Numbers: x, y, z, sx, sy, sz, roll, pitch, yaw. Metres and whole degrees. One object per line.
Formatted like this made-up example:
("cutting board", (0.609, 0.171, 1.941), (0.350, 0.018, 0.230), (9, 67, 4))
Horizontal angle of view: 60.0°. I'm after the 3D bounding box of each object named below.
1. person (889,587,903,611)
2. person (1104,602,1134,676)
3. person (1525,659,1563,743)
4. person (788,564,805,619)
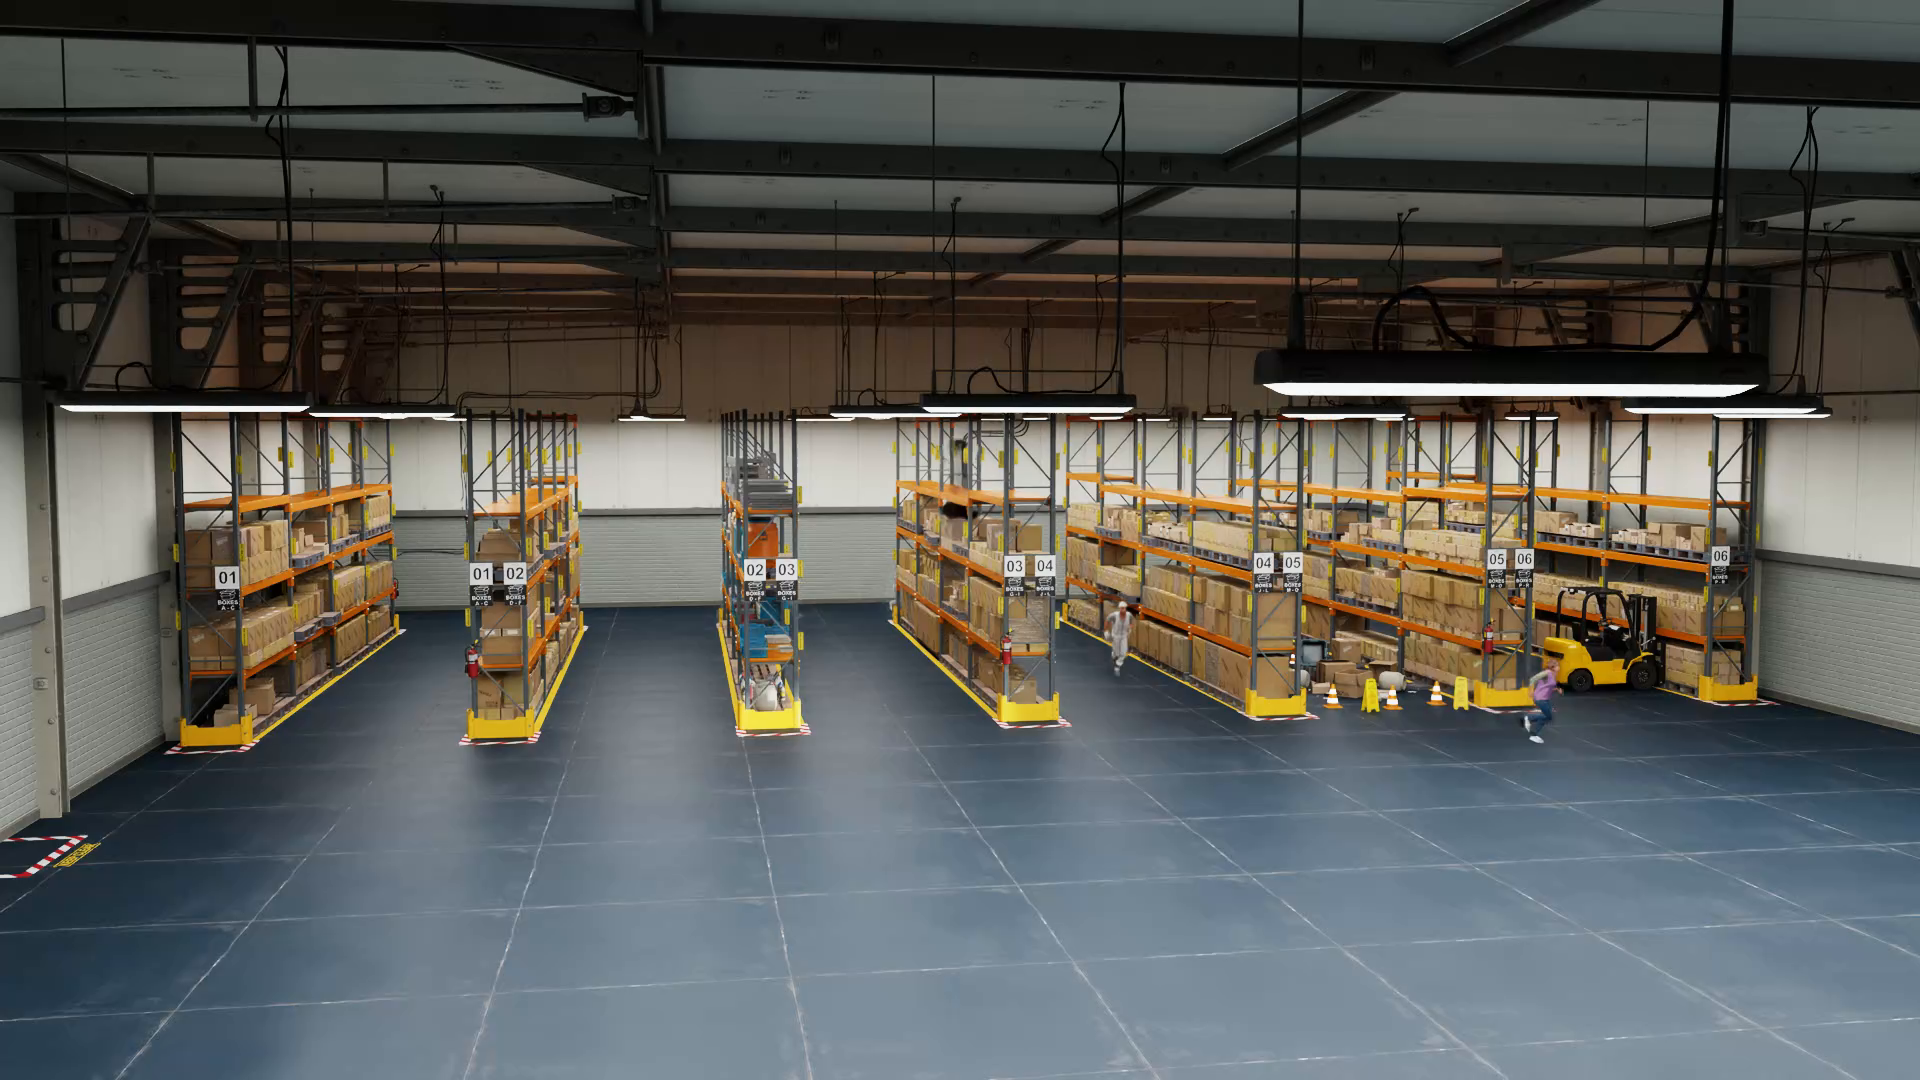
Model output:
("person", (-1.741, 1.514, 49.387), (0.802, 1.593, 0.560), (2, 4, 23))
("person", (3.636, 2.240, 37.947), (0.654, 1.711, 0.771), (-1, 4, -16))
("person", (10.508, 2.889, 29.916), (0.666, 1.530, 0.527), (4, 5, 41))
("person", (-5.046, 1.535, 48.971), (0.962, 1.629, 0.599), (-1, 4, -15))
